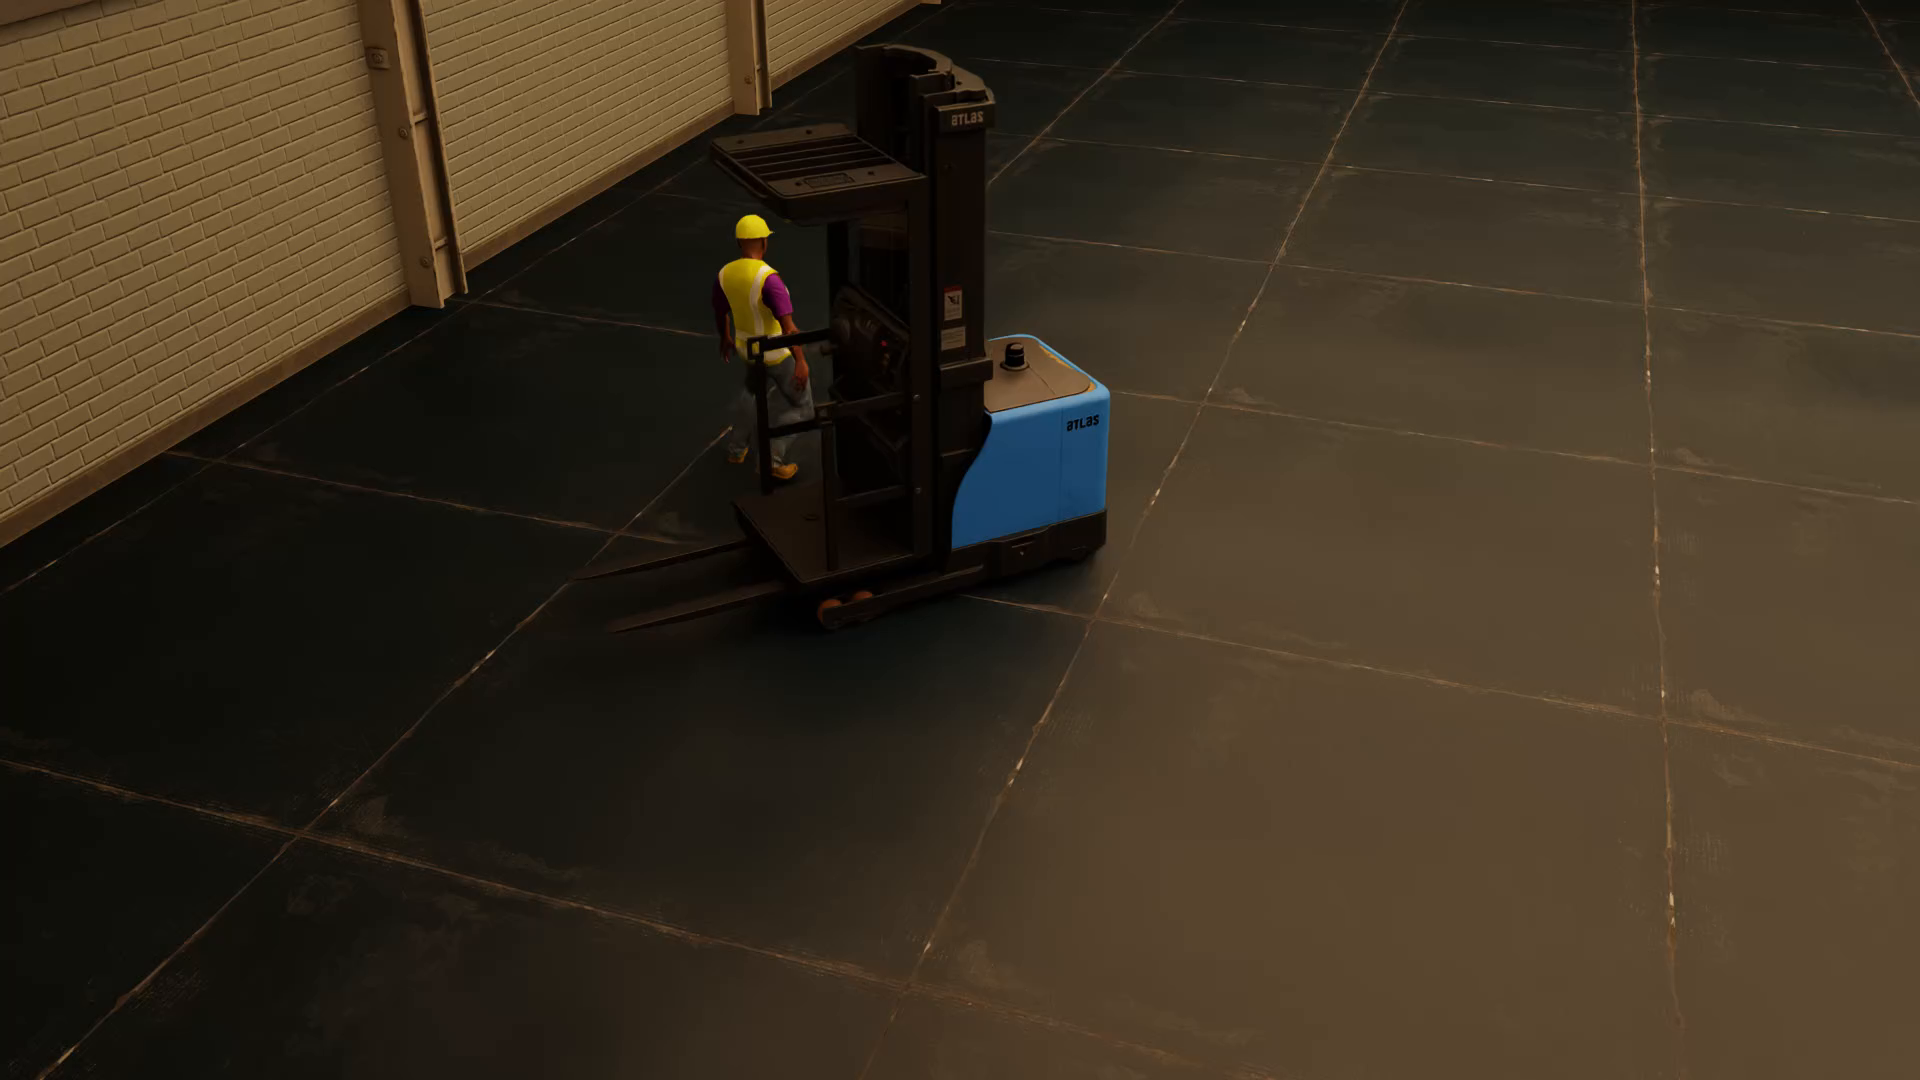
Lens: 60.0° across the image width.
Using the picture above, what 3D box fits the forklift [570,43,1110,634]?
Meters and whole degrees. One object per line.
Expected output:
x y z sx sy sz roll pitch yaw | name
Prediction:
-0.681 -1.076 9.023 3.031 2.935 1.130 -14 33 -23 | forklift

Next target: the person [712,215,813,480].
-1.238 -1.201 10.510 0.935 1.683 0.491 26 39 37 | person
